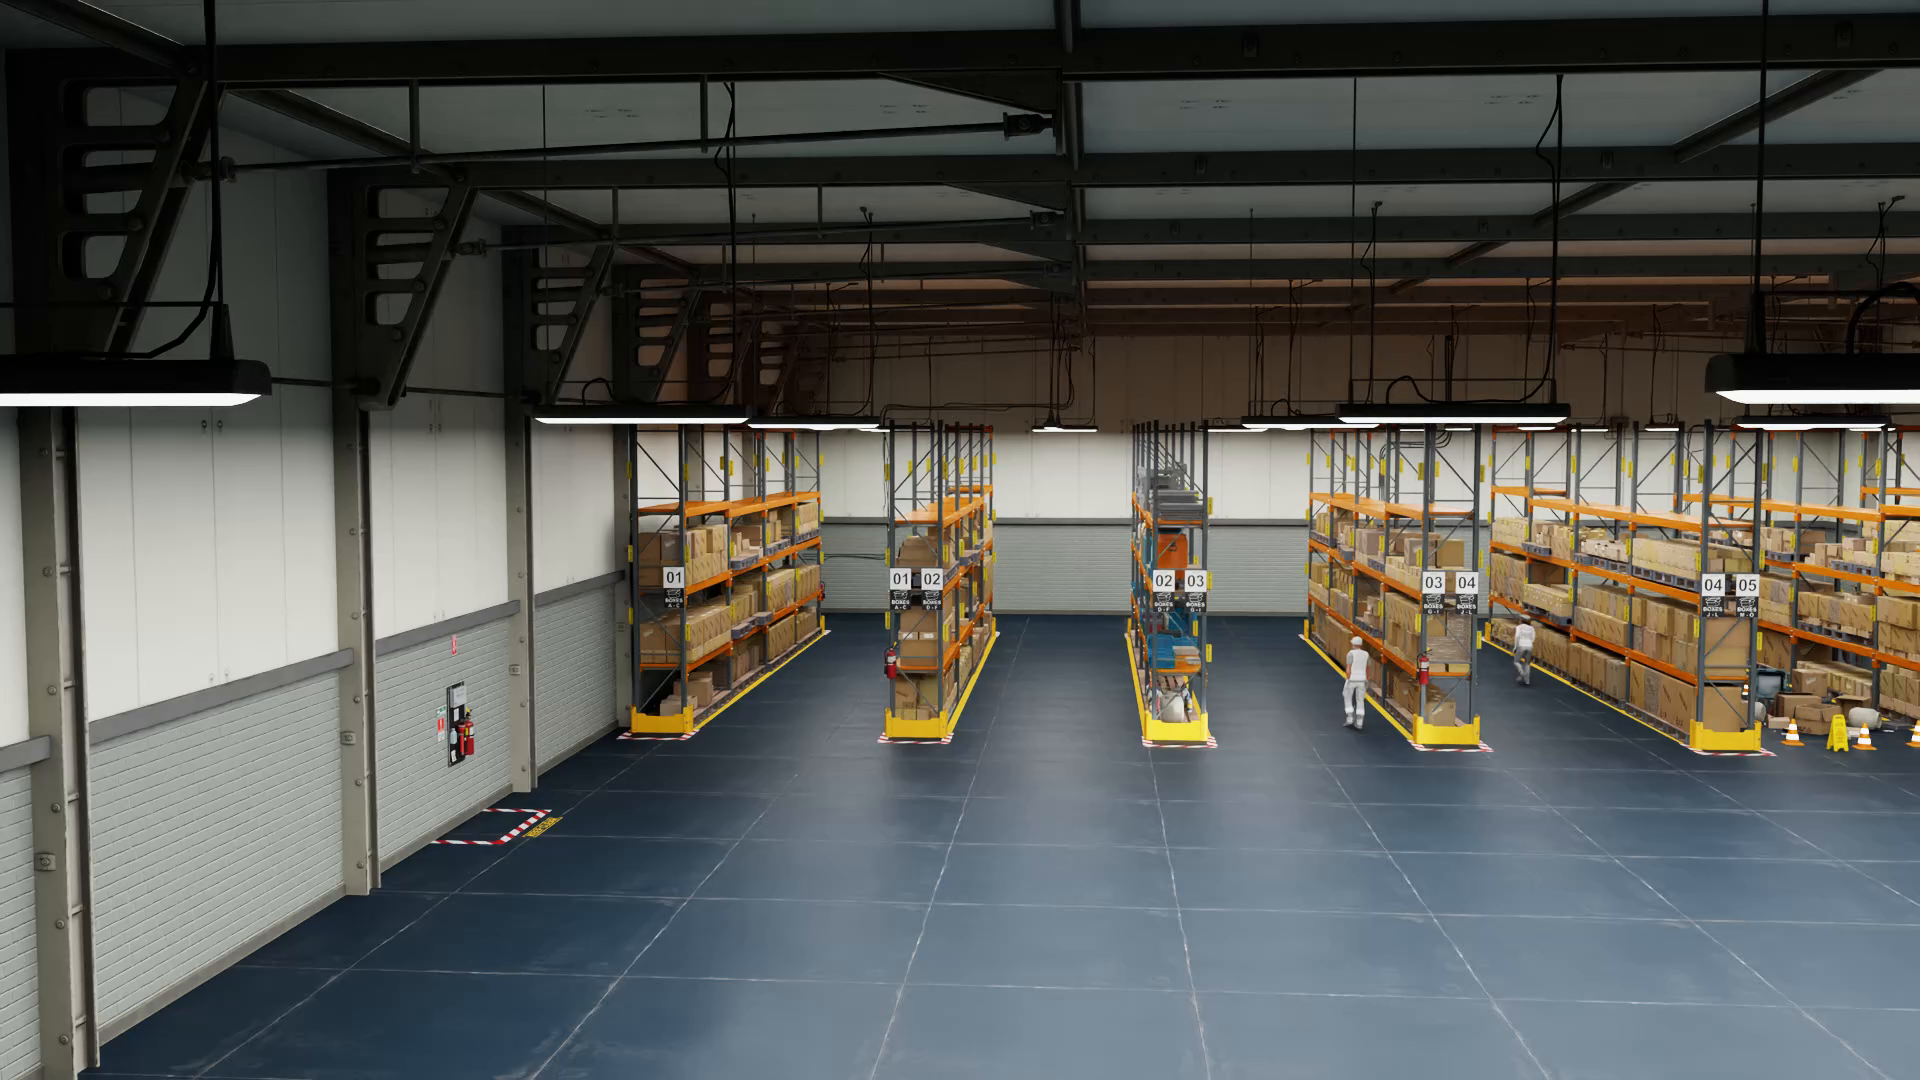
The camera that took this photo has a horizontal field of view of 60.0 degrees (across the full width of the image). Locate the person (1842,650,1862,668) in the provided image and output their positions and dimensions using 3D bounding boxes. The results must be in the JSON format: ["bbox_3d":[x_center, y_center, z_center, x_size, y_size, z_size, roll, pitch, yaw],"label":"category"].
[{"bbox_3d":[21.631,2.351,40.181,0.513,1.765,0.613,0,4,-1],"label":"person"}]

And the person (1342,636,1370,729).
[{"bbox_3d":[7.751,2.796,32.445,0.548,1.825,0.543,0,4,-3],"label":"person"}]

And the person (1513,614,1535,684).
[{"bbox_3d":[13.028,2.510,38.407,0.532,1.580,0.705,0,4,6],"label":"person"}]
